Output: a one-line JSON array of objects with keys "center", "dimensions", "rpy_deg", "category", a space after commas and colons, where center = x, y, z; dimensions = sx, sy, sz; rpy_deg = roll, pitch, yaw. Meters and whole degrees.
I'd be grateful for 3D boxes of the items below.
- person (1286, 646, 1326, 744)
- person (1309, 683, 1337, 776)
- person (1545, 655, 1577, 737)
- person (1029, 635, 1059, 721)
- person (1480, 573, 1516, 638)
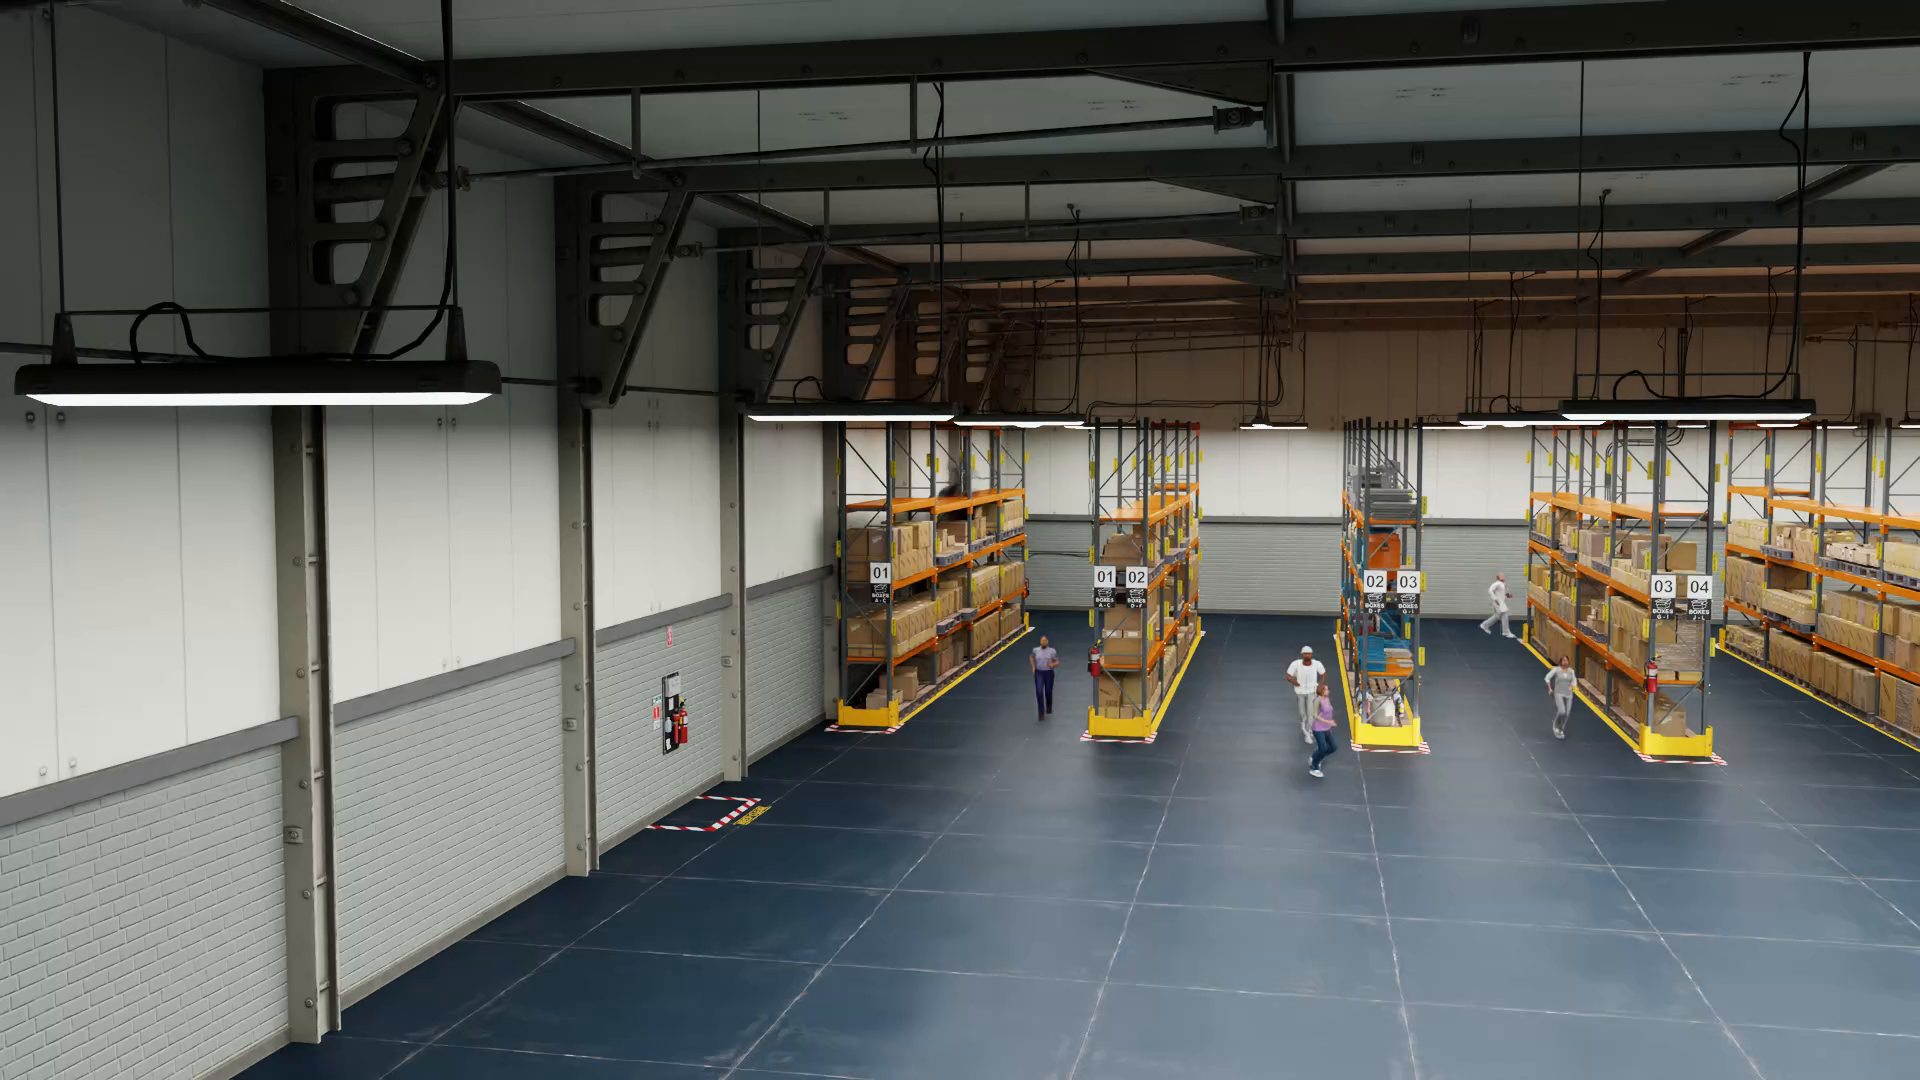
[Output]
[{"center": [6.449, 2.847, 30.985], "dimensions": [0.738, 1.762, 0.865], "rpy_deg": [1, 4, 11], "category": "person"}, {"center": [6.050, 3.146, 27.577], "dimensions": [0.537, 1.559, 0.566], "rpy_deg": [3, 5, 42], "category": "person"}, {"center": [11.211, 2.915, 30.928], "dimensions": [0.513, 1.565, 0.621], "rpy_deg": [0, 4, 0], "category": "person"}, {"center": [1.686, 2.745, 33.309], "dimensions": [0.604, 1.654, 0.787], "rpy_deg": [0, 4, 5], "category": "person"}, {"center": [15.086, 1.811, 46.625], "dimensions": [0.993, 1.799, 0.712], "rpy_deg": [2, 4, 24], "category": "person"}]
